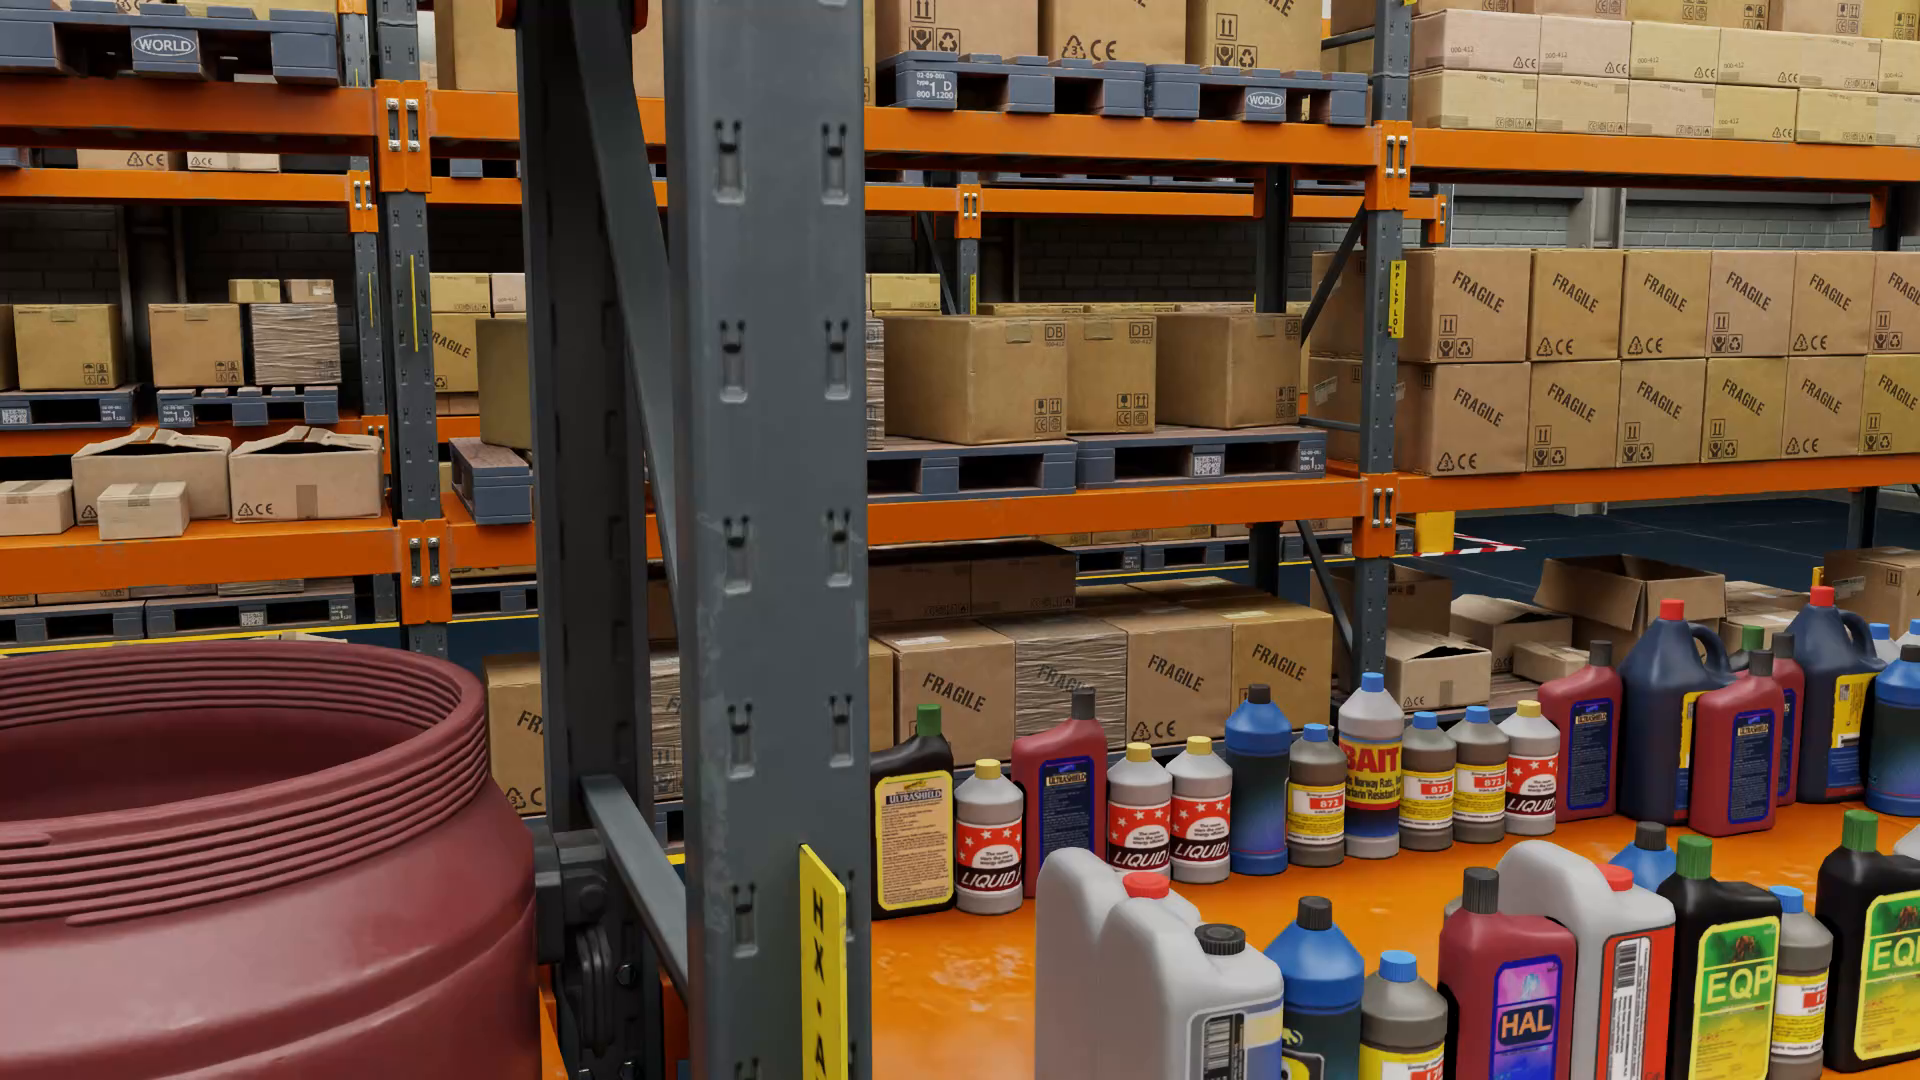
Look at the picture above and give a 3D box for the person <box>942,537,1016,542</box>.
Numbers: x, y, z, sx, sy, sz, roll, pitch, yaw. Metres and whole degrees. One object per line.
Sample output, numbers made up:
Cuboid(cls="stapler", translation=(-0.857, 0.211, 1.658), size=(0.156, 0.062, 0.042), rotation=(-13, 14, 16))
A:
Cuboid(cls="person", translation=(0.118, -0.184, 9.649), size=(0.579, 1.759, 0.493), rotation=(-2, 9, -12))
